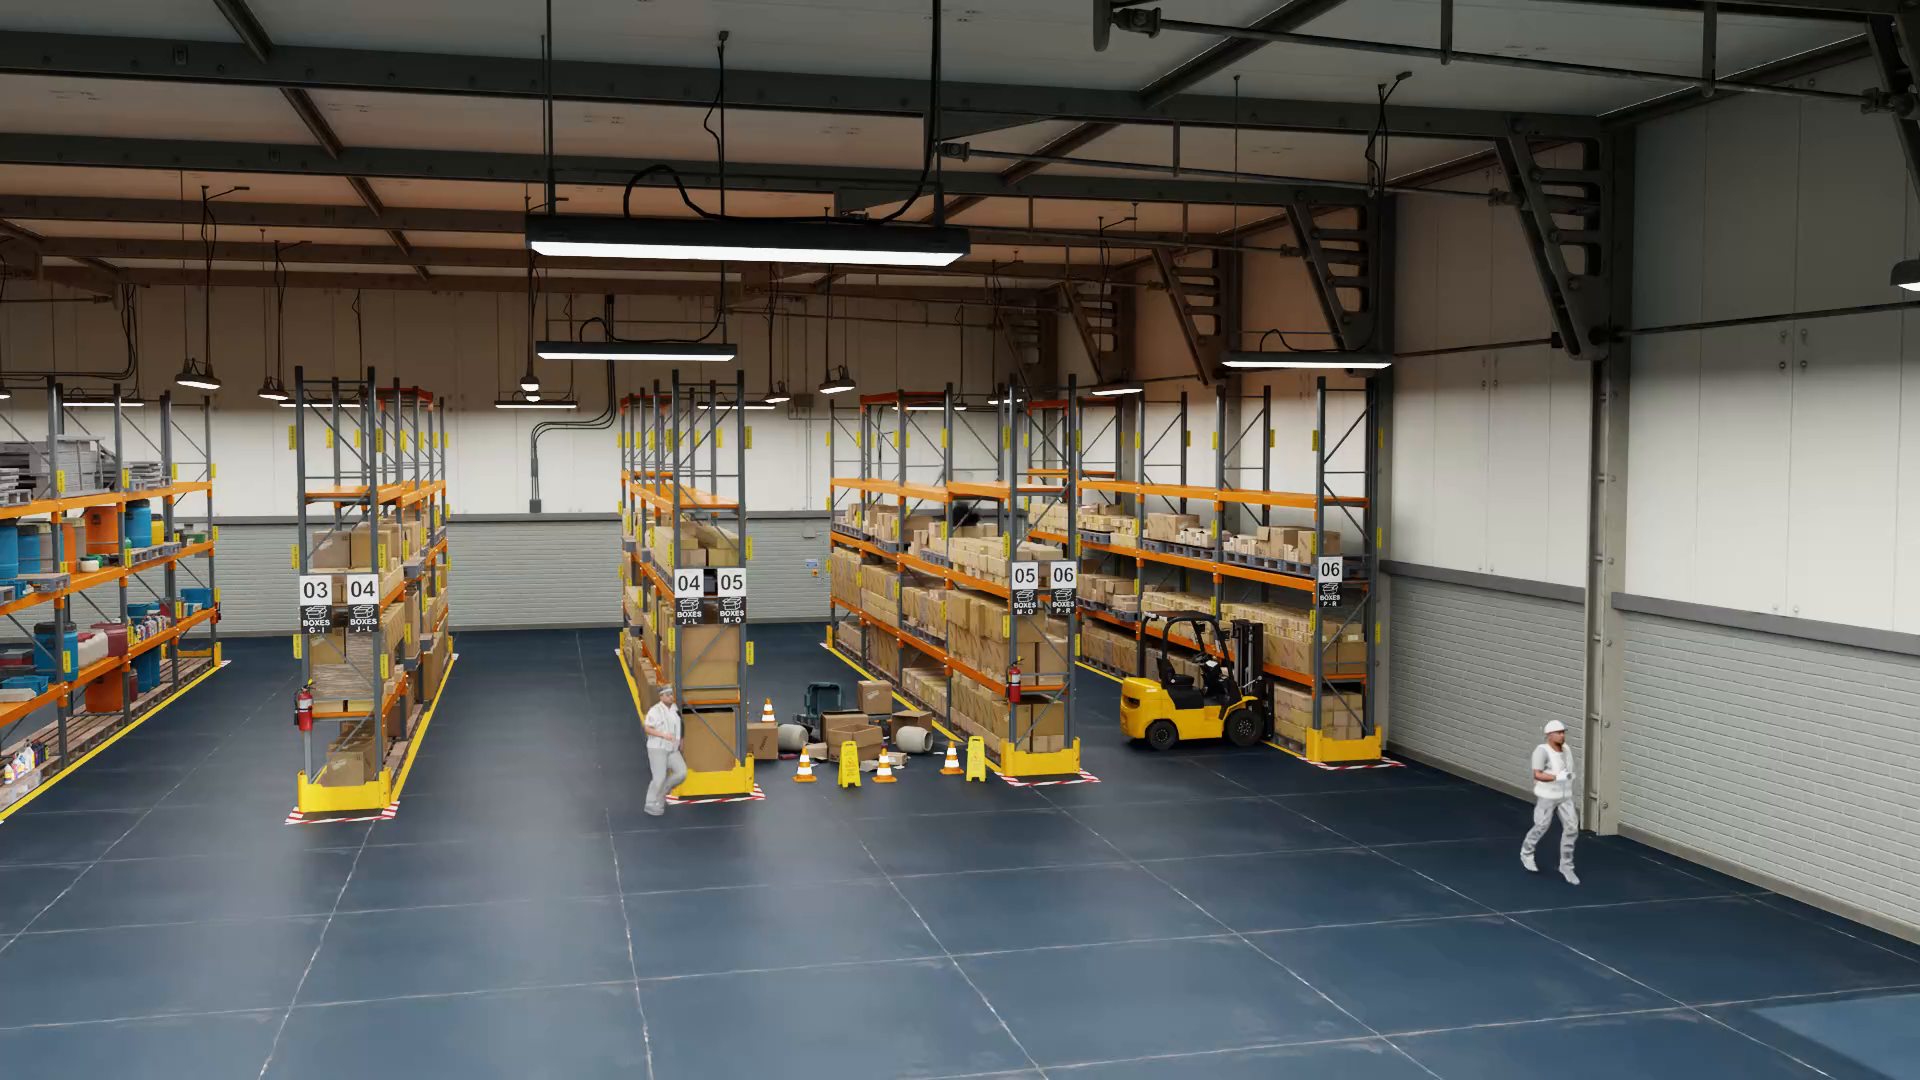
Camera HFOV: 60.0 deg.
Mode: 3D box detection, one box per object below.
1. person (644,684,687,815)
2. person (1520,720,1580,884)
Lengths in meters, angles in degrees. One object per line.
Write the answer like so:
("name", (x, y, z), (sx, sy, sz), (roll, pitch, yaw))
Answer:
("person", (-3.902, 2.797, 22.361), (0.590, 1.740, 0.703), (2, 4, 32))
("person", (6.756, 2.974, 18.991), (0.666, 1.857, 0.821), (-1, 4, -23))
